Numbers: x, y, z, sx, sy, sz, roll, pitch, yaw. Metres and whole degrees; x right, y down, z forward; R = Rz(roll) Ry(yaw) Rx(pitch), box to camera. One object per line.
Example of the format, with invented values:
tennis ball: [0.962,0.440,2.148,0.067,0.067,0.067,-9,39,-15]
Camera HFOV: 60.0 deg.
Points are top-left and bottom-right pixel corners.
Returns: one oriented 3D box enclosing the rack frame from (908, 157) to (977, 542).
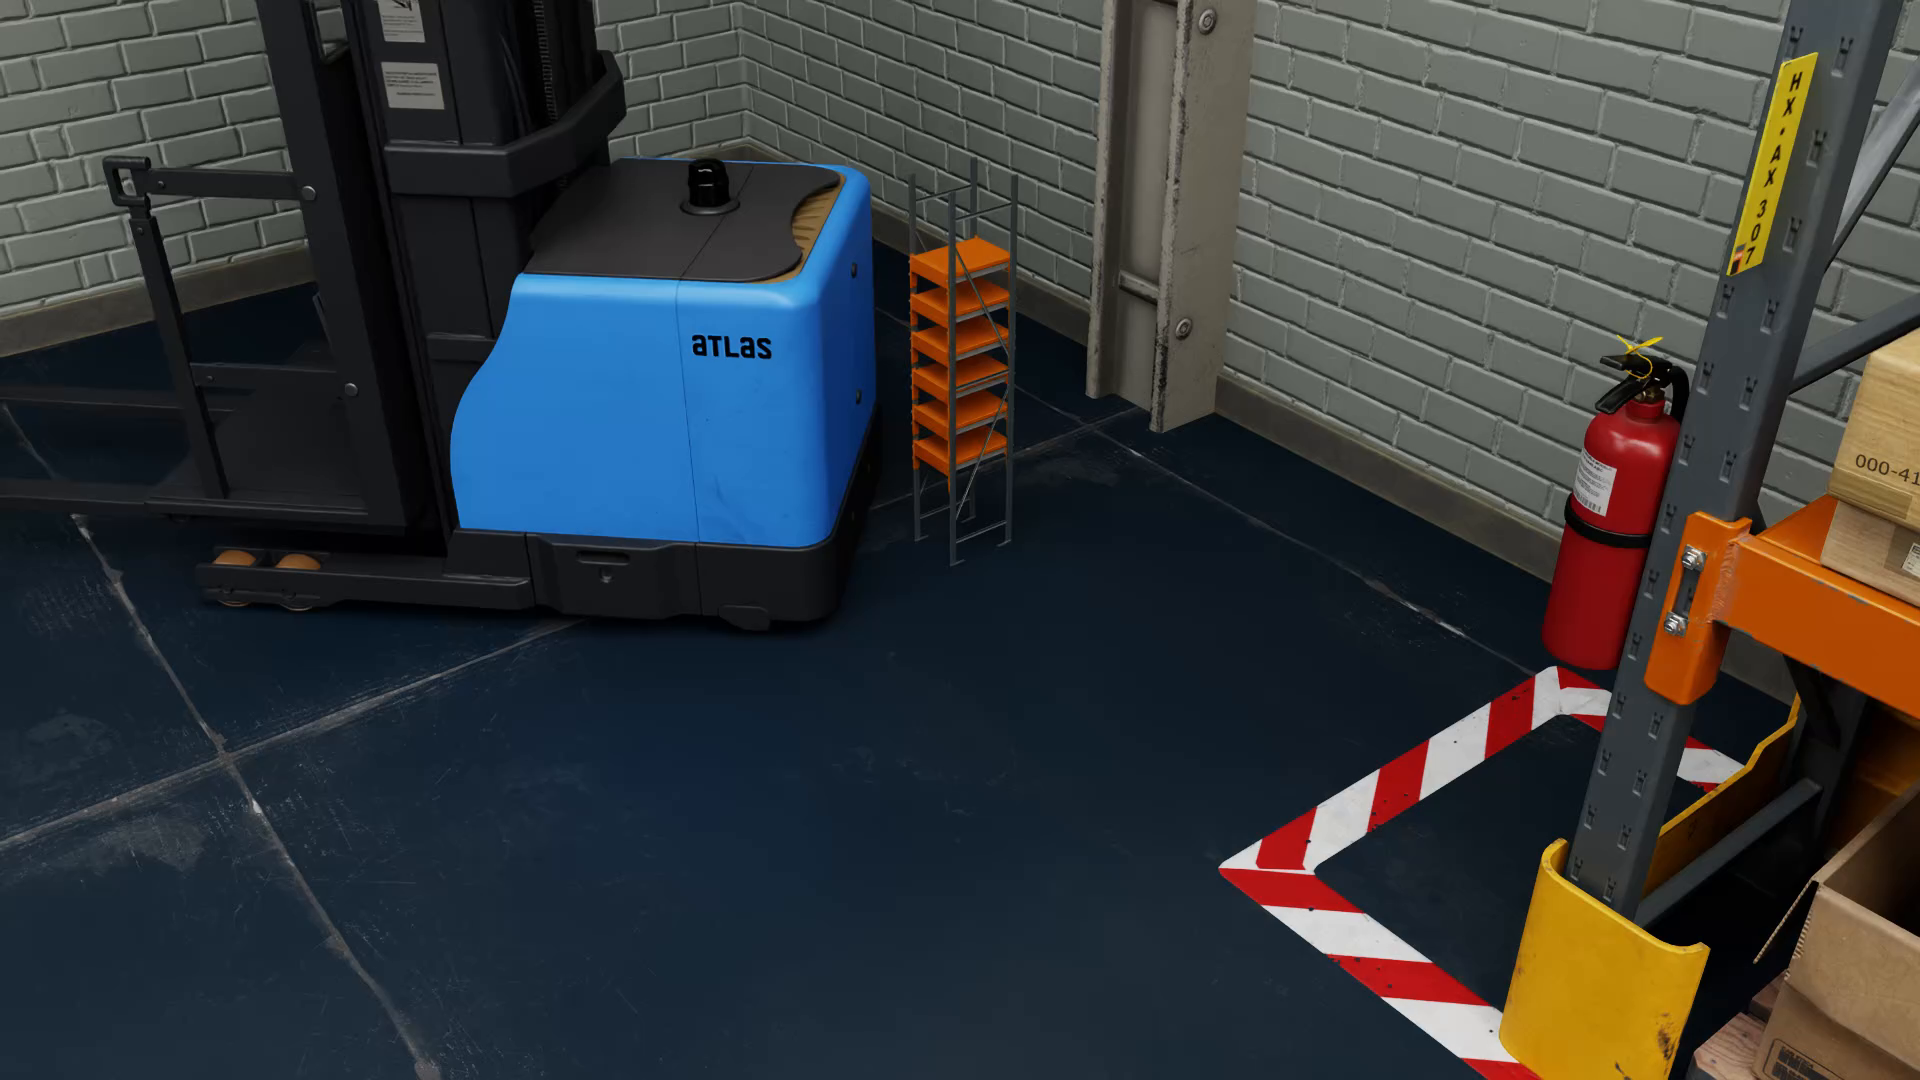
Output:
rack frame: [-0.047,-0.542,4.985,0.240,1.200,0.006,-22,38,-31]

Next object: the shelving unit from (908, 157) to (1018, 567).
shelving unit: [0.009,-0.504,4.924,0.258,1.200,0.189,-22,38,-31]

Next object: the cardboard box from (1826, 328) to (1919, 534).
cardboard box: [1.707,-0.151,2.511,0.500,0.250,0.500,-22,38,-31]

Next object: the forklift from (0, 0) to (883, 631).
forklift: [-1.810,-1.308,4.578,3.031,2.935,1.130,3,32,5]

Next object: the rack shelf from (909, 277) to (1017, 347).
rack shelf: [0.009,-0.670,4.821,0.258,0.103,0.180,-22,38,-31]

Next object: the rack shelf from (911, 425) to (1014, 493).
rack shelf: [0.009,-0.262,5.074,0.258,0.103,0.180,-22,38,-31]

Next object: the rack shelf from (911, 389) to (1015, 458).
rack shelf: [0.009,-0.364,5.010,0.258,0.103,0.180,-22,38,-31]

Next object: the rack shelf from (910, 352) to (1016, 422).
rack shelf: [0.009,-0.466,4.947,0.258,0.103,0.180,-22,38,-31]

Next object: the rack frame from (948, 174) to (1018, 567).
rack frame: [0.065,-0.466,4.862,0.240,1.200,0.006,-22,38,-31]

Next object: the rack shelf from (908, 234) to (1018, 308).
rack shelf: [0.009,-0.772,4.757,0.258,0.103,0.180,-22,38,-31]

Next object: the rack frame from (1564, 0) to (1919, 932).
rack frame: [1.642,-0.365,2.995,1.000,3.000,0.127,-22,38,-31]

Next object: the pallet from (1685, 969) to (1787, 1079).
pallet: [2.178,1.183,3.145,1.003,0.211,1.213,-22,38,-31]

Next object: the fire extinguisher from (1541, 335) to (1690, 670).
fire extinguisher: [1.186,-0.085,2.971,0.296,0.674,0.183,-22,38,-31]

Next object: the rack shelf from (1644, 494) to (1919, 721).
rack shelf: [2.868,0.774,1.842,1.077,0.370,4.000,-22,38,-31]

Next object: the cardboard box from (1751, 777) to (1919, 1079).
cardboard box: [1.942,0.803,3.083,0.797,0.503,0.637,-24,39,-33]

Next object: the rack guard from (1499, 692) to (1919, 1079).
rack guard: [1.688,0.729,3.603,1.175,0.500,0.348,-22,38,-31]

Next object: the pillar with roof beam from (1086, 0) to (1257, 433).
pillar with roof beam: [-2.700,-2.936,1.448,9.100,9.000,0.400,-22,38,-31]

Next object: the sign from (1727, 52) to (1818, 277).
sign: [1.213,-0.557,2.483,0.100,0.325,0.005,-22,38,-31]

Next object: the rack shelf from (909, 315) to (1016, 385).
rack shelf: [0.009,-0.568,4.884,0.258,0.103,0.180,-22,38,-31]

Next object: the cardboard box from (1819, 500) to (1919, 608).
cardboard box: [1.627,-0.032,2.697,0.380,0.149,0.250,-23,38,-32]
